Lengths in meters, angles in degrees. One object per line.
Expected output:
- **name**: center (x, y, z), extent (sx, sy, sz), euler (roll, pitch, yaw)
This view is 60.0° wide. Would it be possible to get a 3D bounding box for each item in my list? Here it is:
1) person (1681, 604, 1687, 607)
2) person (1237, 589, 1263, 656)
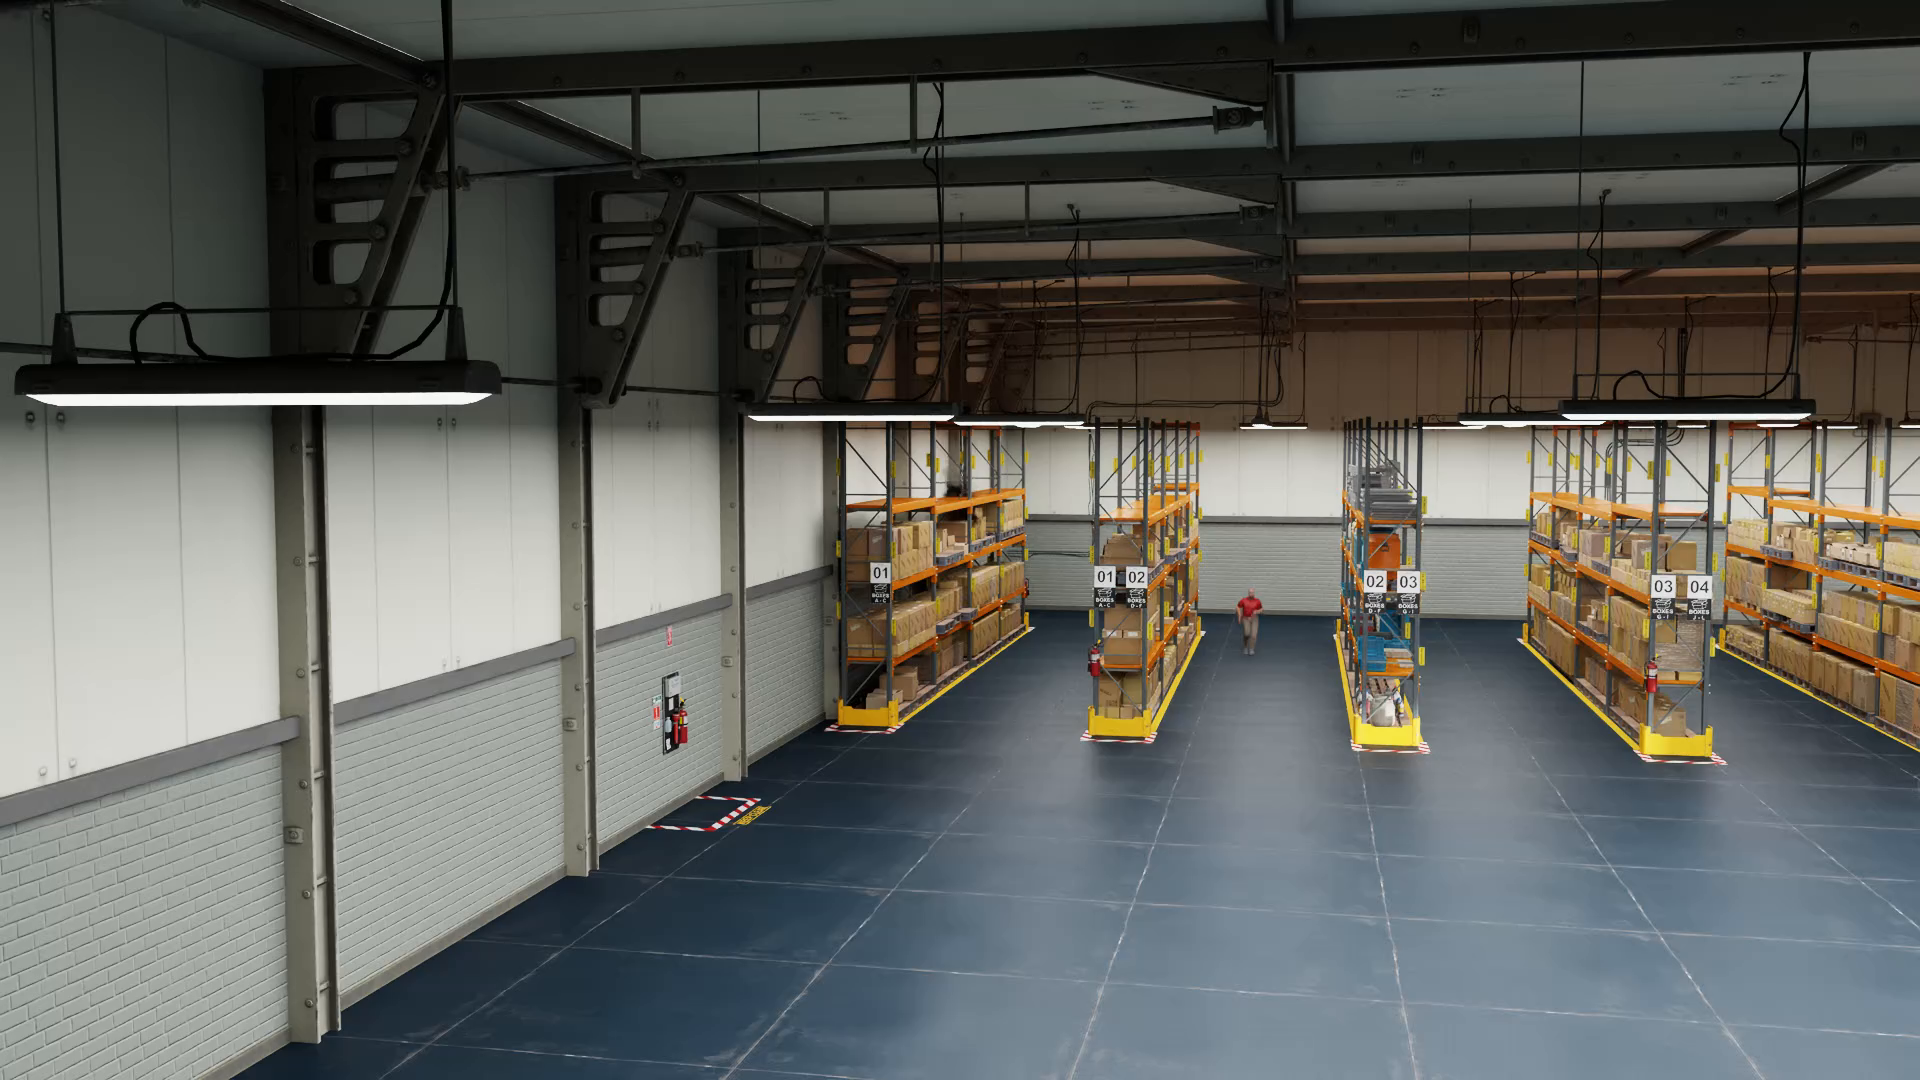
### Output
- **person**: center (18.930, 2.082, 43.976), extent (0.719, 1.631, 0.795), euler (3, 5, 40)
- **person**: center (7.445, 2.109, 42.596), extent (0.640, 1.724, 0.691), euler (0, 4, 1)
